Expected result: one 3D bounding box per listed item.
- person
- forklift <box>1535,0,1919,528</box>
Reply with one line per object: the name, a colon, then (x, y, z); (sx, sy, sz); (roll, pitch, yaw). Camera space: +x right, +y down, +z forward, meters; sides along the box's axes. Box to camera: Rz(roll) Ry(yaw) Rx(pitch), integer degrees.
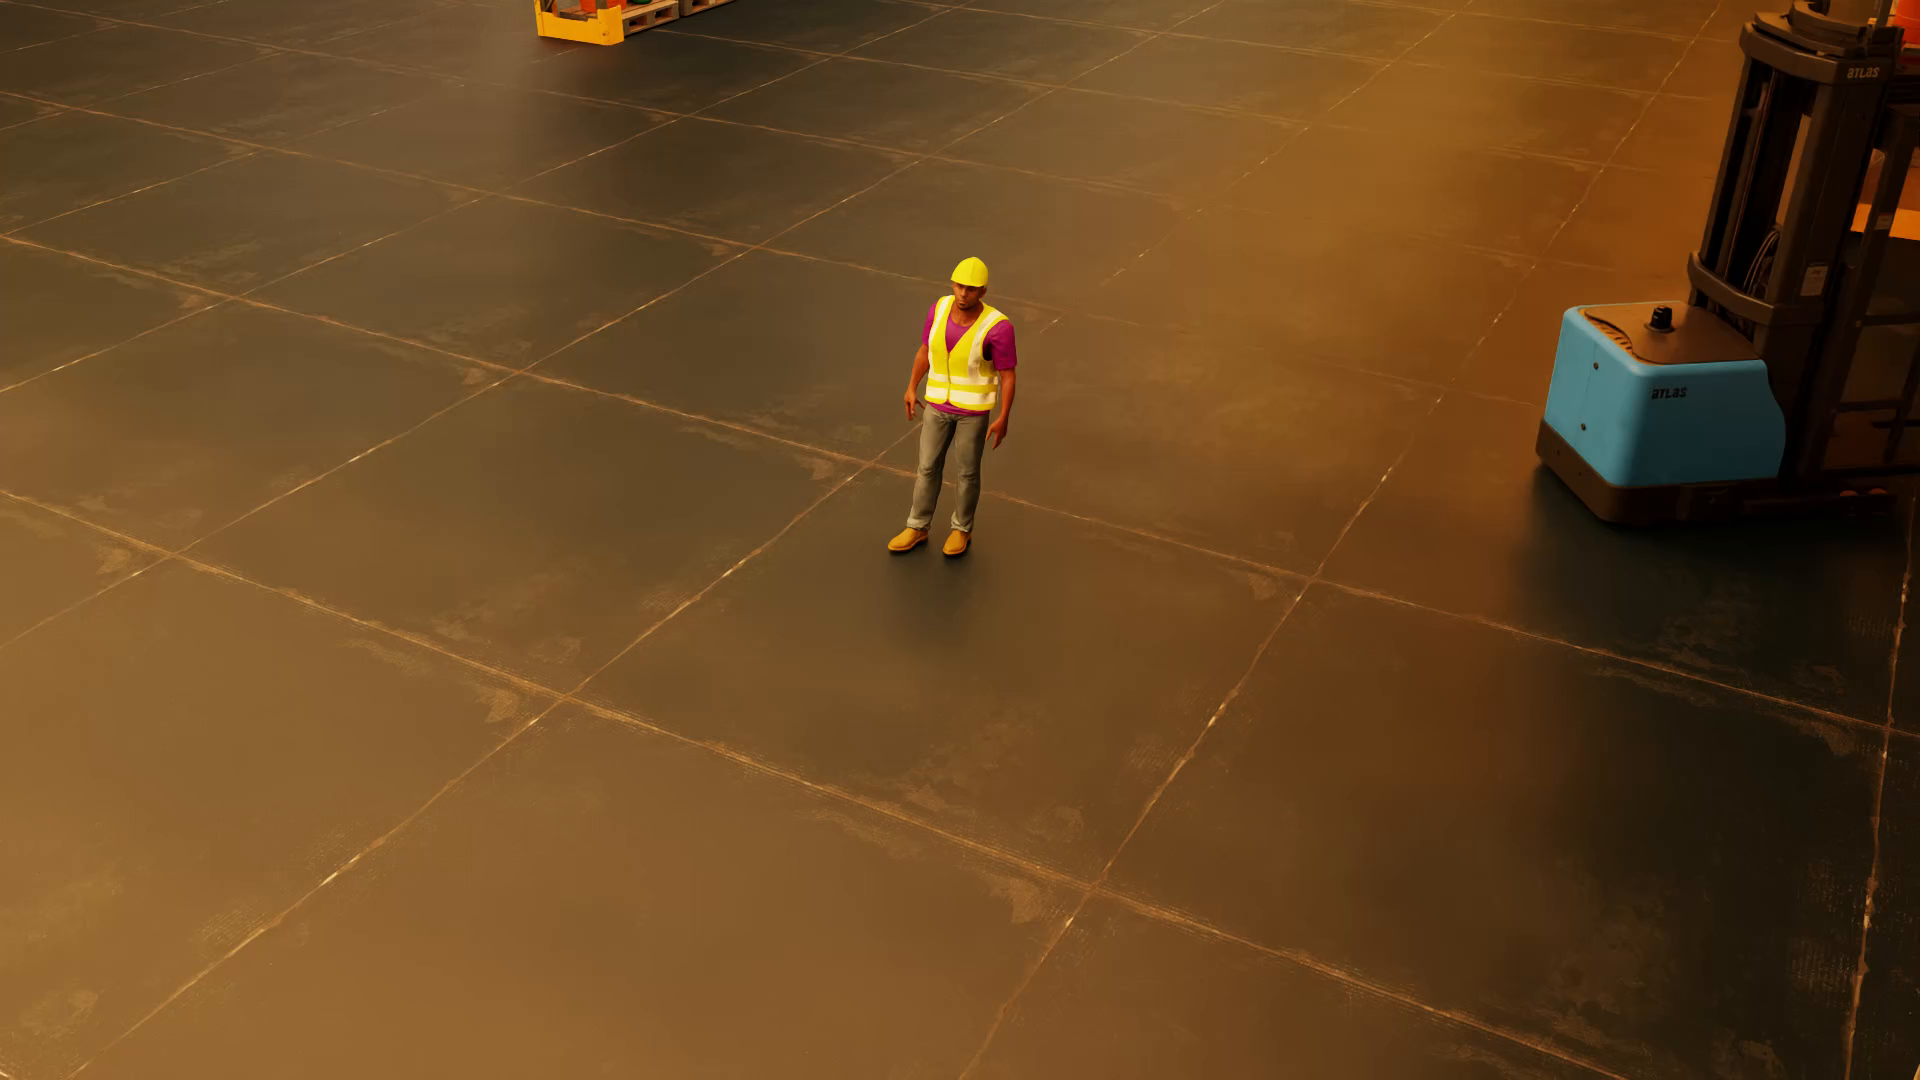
person: (-0.039, -0.743, 9.508); (0.665, 1.765, 0.577); (15, 33, 25)
forklift: (5.313, -1.666, 9.957); (3.031, 2.935, 1.130); (-4, 30, -7)
